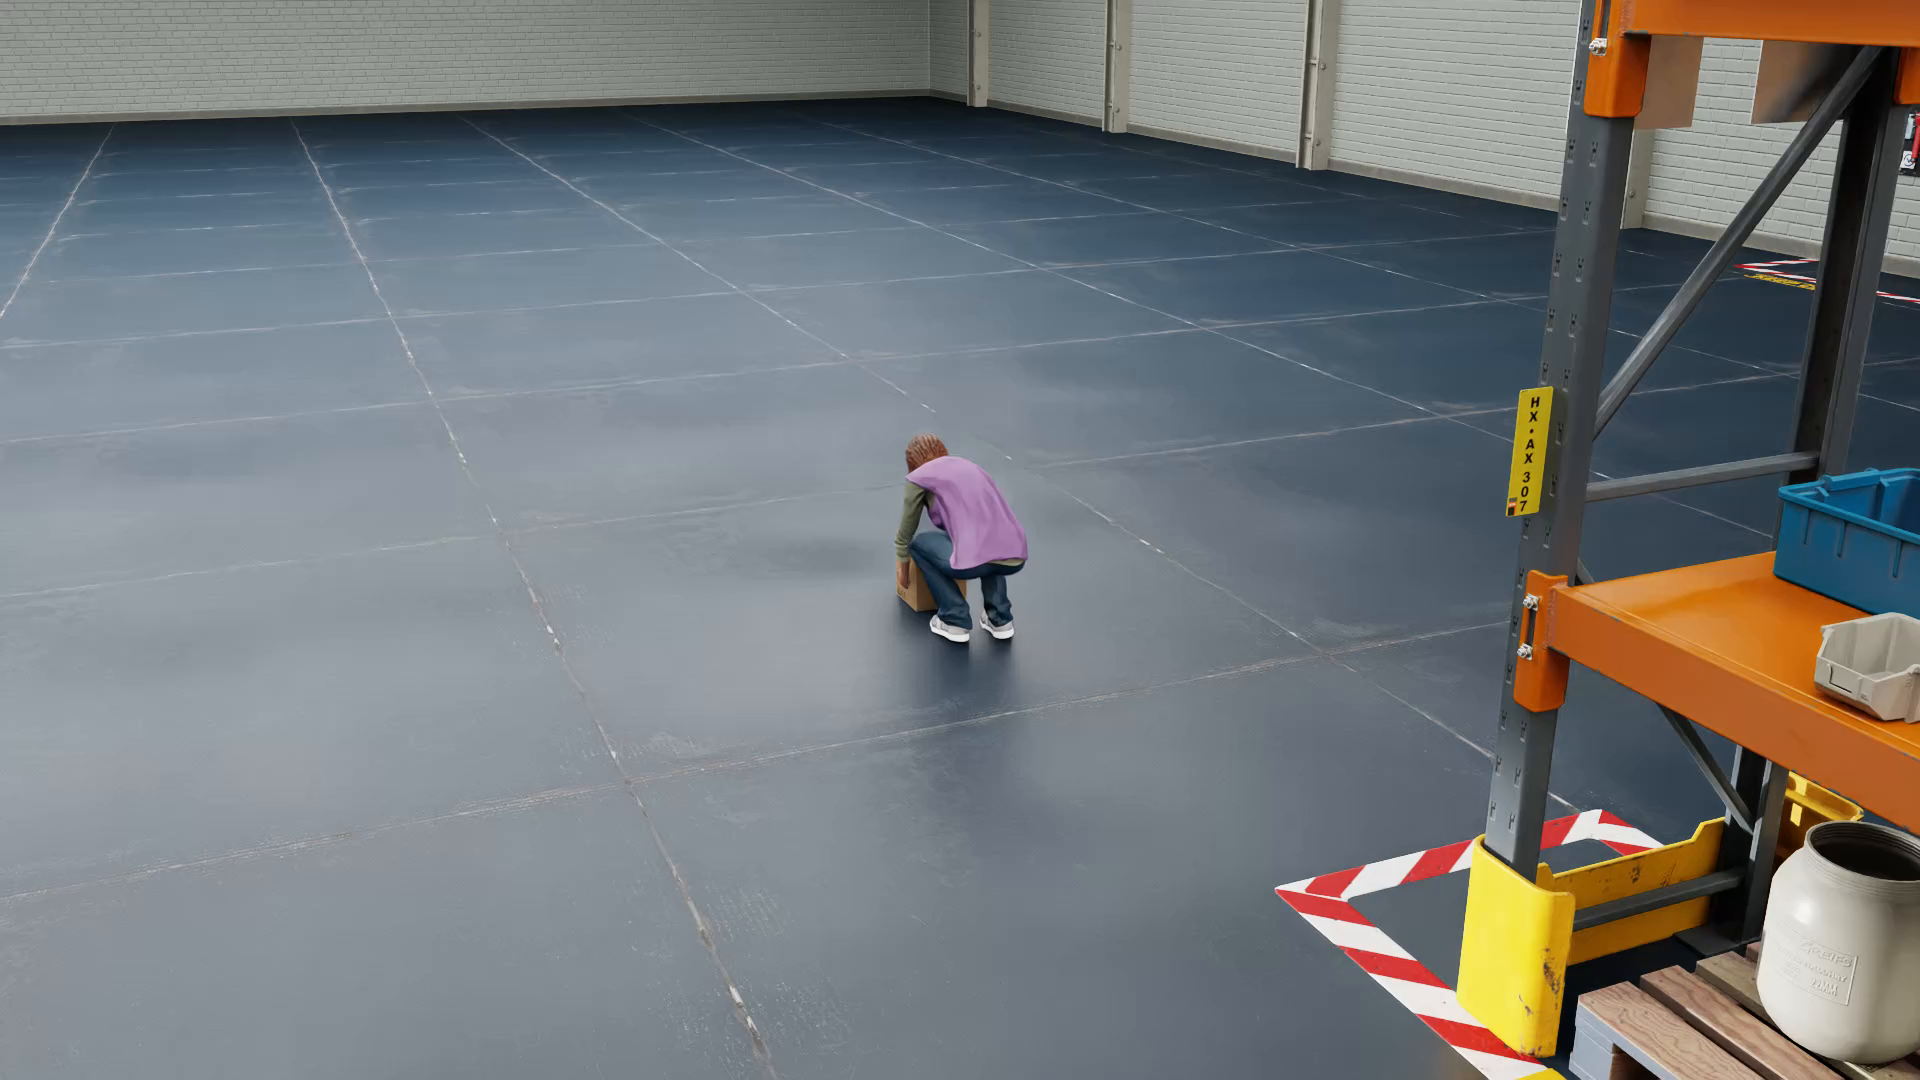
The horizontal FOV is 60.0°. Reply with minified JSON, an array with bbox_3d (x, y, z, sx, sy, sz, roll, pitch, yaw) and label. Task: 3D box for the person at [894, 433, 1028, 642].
[{"bbox_3d":[0.000,0.003,7.271,0.441,0.814,0.806,-8,21,-22],"label":"person"}]
